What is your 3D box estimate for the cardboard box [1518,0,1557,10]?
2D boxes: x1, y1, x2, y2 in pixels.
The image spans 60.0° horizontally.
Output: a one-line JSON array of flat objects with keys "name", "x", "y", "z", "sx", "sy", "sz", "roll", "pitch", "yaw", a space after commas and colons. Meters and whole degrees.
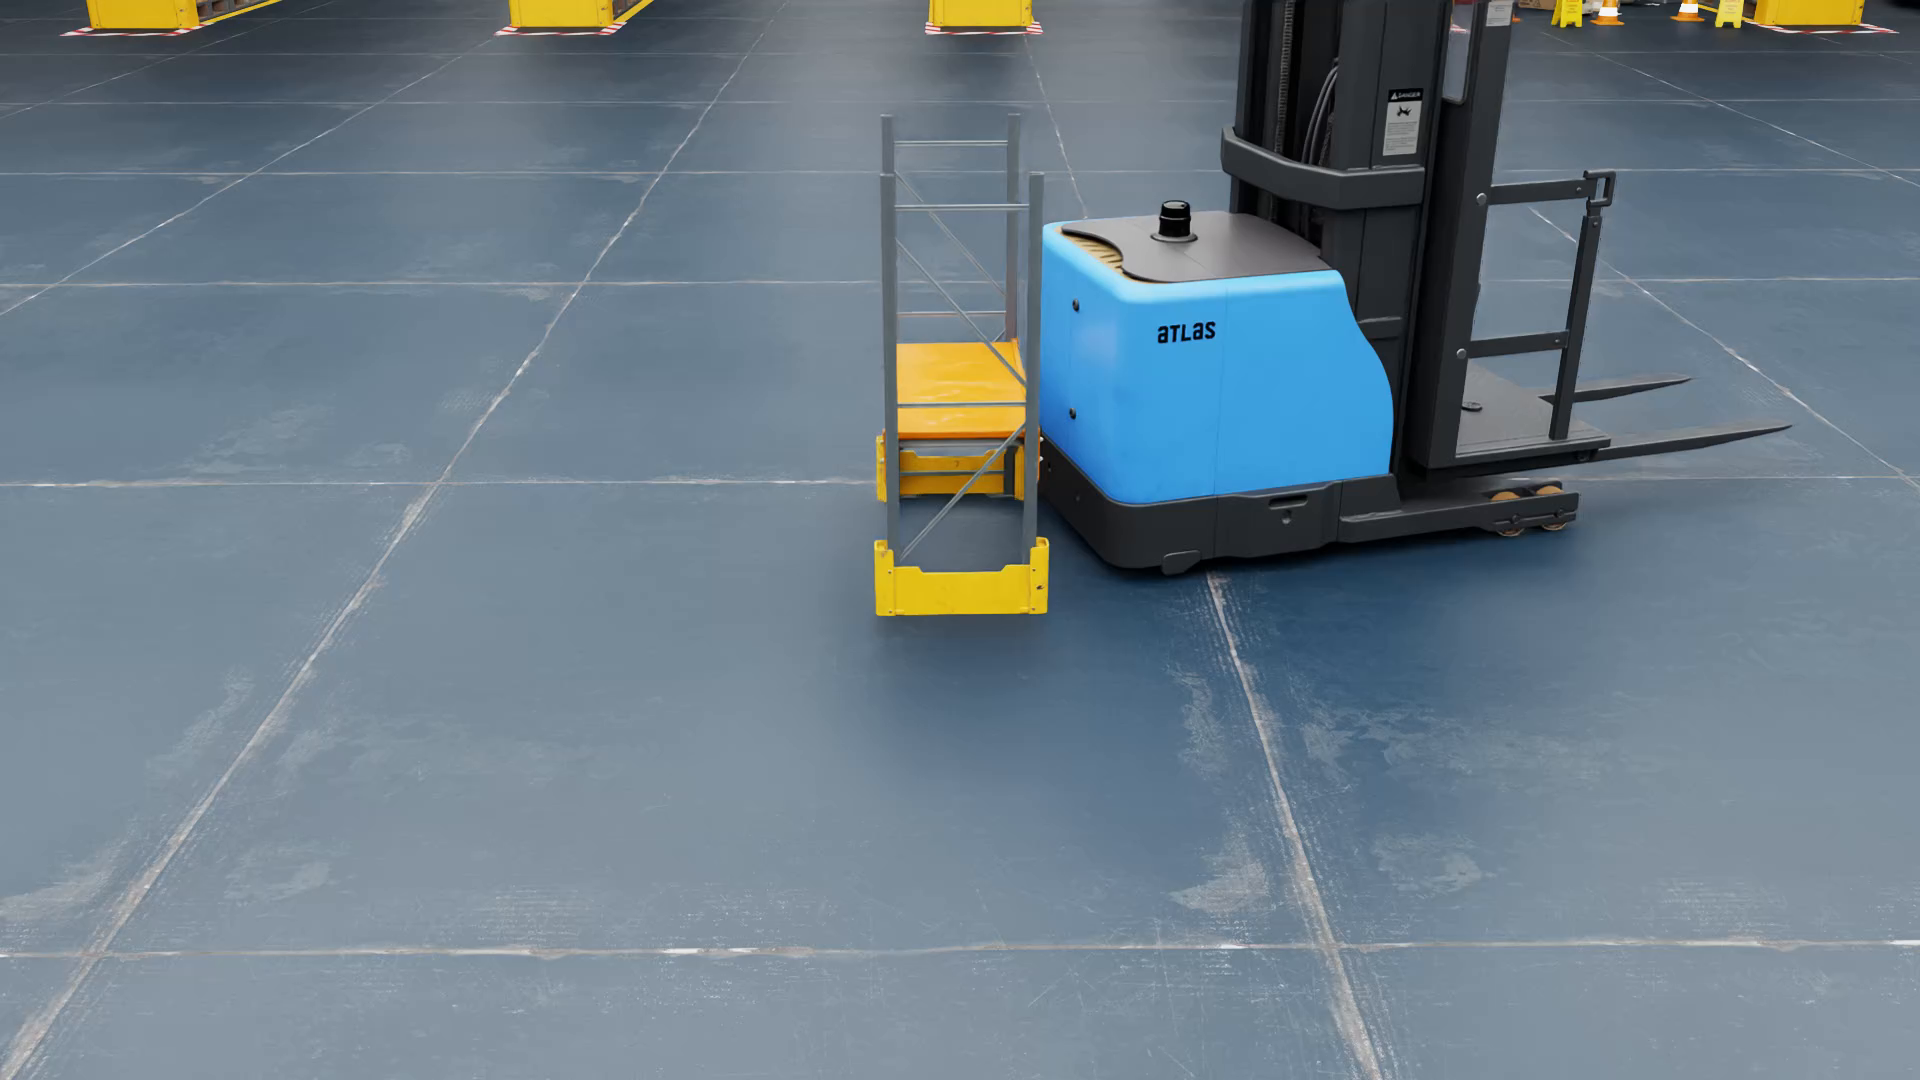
[{"name": "cardboard box", "x": 7.622, "y": -7.122, "z": 21.386, "sx": 0.797, "sy": 0.503, "sz": 0.637, "roll": -19, "pitch": 31, "yaw": -36}]

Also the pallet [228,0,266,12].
[{"name": "pallet", "x": -9.703, "y": -7.005, "z": 21.483, "sx": 1.003, "sy": 0.211, "sz": 1.213, "roll": 0, "pitch": 24, "yaw": -1}]

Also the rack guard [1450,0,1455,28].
[{"name": "rack guard", "x": 5.224, "y": -6.334, "z": 19.649, "sx": 1.175, "sy": 0.500, "sz": 0.348, "roll": 0, "pitch": 24, "yaw": -1}]

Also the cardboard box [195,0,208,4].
[{"name": "cardboard box", "x": -9.426, "y": -6.620, "z": 20.074, "sx": 0.500, "sy": 0.250, "sz": 0.500, "roll": 0, "pitch": 24, "yaw": -1}]

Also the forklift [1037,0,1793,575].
[{"name": "forklift", "x": 1.835, "y": -1.548, "z": 6.115, "sx": 3.031, "sy": 2.935, "sz": 1.130, "roll": -7, "pitch": 25, "yaw": -16}]

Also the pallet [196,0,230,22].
[{"name": "pallet", "x": -9.693, "y": -6.504, "z": 20.374, "sx": 1.003, "sy": 0.211, "sz": 1.213, "roll": 0, "pitch": 24, "yaw": -1}]

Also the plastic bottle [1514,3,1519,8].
[{"name": "plastic bottle", "x": 7.065, "y": -6.908, "z": 21.450, "sx": 0.133, "sy": 0.061, "sz": 0.283, "roll": -9, "pitch": 26, "yaw": -19}]

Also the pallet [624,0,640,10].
[{"name": "pallet", "x": -4.751, "y": -7.077, "z": 21.641, "sx": 1.003, "sy": 0.211, "sz": 1.213, "roll": 0, "pitch": 24, "yaw": -1}]

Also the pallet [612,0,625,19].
[{"name": "pallet", "x": -4.741, "y": -6.575, "z": 20.532, "sx": 1.003, "sy": 0.211, "sz": 1.213, "roll": 0, "pitch": 24, "yaw": -1}]

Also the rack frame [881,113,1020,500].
[{"name": "rack frame", "x": -0.034, "y": -0.854, "z": 6.317, "sx": 0.500, "sy": 1.500, "sz": 0.032, "roll": -1, "pitch": 24, "yaw": -2}]

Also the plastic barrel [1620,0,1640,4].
[{"name": "plastic barrel", "x": 8.636, "y": -7.217, "z": 21.694, "sx": 0.512, "sy": 0.421, "sz": 0.421, "roll": 19, "pitch": 30, "yaw": 35}]

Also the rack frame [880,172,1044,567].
[{"name": "rack frame", "x": 0.006, "y": -0.435, "z": 5.392, "sx": 0.500, "sy": 1.500, "sz": 0.032, "roll": -1, "pitch": 24, "yaw": -2}]

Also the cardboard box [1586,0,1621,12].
[{"name": "cardboard box", "x": 8.138, "y": -6.779, "z": 21.057, "sx": 0.380, "sy": 0.149, "sz": 0.250, "roll": 13, "pitch": 27, "yaw": 27}]

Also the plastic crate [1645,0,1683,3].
[{"name": "plastic crate", "x": 9.326, "y": -7.214, "z": 22.104, "sx": 0.402, "sy": 0.080, "sz": 0.583, "roll": -9, "pitch": 26, "yaw": -19}]

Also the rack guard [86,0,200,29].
[{"name": "rack guard", "x": -9.642, "y": -6.311, "z": 19.596, "sx": 1.175, "sy": 0.500, "sz": 0.348, "roll": 0, "pitch": 24, "yaw": -1}]

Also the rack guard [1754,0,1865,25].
[{"name": "rack guard", "x": 10.172, "y": -6.439, "z": 19.881, "sx": 1.175, "sy": 0.500, "sz": 0.348, "roll": 0, "pitch": 24, "yaw": -1}]

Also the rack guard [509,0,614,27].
[{"name": "rack guard", "x": -4.737, "y": -6.372, "z": 19.733, "sx": 1.175, "sy": 0.500, "sz": 0.348, "roll": 0, "pitch": 24, "yaw": -1}]

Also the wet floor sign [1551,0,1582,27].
[{"name": "wet floor sign", "x": 7.204, "y": -6.407, "z": 19.634, "sx": 0.267, "sy": 0.644, "sz": 0.232, "roll": -4, "pitch": 25, "yaw": -10}]

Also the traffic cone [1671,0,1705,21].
[{"name": "traffic cone", "x": 8.878, "y": -6.562, "z": 20.198, "sx": 0.336, "sy": 0.463, "sz": 0.334, "roll": 0, "pitch": 24, "yaw": -1}]

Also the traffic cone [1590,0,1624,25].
[{"name": "traffic cone", "x": 7.772, "y": -6.417, "z": 19.877, "sx": 0.336, "sy": 0.463, "sz": 0.334, "roll": 0, "pitch": 24, "yaw": -1}]

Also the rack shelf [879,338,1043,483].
[{"name": "rack shelf", "x": -0.014, "y": -0.480, "z": 5.929, "sx": 0.538, "sy": 0.185, "sz": 1.000, "roll": -1, "pitch": 24, "yaw": -2}]

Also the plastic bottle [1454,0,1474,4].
[{"name": "plastic bottle", "x": 6.623, "y": -7.057, "z": 21.779, "sx": 0.283, "sy": 0.061, "sz": 0.133, "roll": -9, "pitch": 26, "yaw": -19}]

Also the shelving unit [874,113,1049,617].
[{"name": "shelving unit", "x": -0.015, "y": -0.648, "z": 5.863, "sx": 0.587, "sy": 1.500, "sz": 1.083, "roll": -1, "pitch": 24, "yaw": -2}]

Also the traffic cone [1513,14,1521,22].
[{"name": "traffic cone", "x": 6.638, "y": -6.552, "z": 20.176, "sx": 0.336, "sy": 0.463, "sz": 0.334, "roll": 0, "pitch": 24, "yaw": -1}]

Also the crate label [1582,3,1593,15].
[{"name": "crate label", "x": 7.701, "y": -6.593, "z": 20.660, "sx": 0.250, "sy": 0.136, "sz": 0.298, "roll": -14, "pitch": 28, "yaw": -28}]

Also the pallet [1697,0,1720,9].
[{"name": "pallet", "x": 10.188, "y": -7.144, "z": 21.790, "sx": 1.003, "sy": 0.211, "sz": 1.213, "roll": 0, "pitch": 24, "yaw": -1}]

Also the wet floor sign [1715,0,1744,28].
[{"name": "wet floor sign", "x": 9.105, "y": -6.391, "z": 19.598, "sx": 0.267, "sy": 0.644, "sz": 0.232, "roll": 8, "pitch": 26, "yaw": 18}]

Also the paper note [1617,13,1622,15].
[{"name": "paper note", "x": 8.172, "y": -6.575, "z": 20.750, "sx": 0.148, "sy": 0.019, "sz": 0.142, "roll": -9, "pitch": 26, "yaw": -19}]

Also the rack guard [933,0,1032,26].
[{"name": "rack guard", "x": 0.262, "y": -6.395, "z": 19.782, "sx": 1.175, "sy": 0.500, "sz": 0.348, "roll": 0, "pitch": 24, "yaw": -1}]

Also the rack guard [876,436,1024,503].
[{"name": "rack guard", "x": -0.034, "y": -0.284, "z": 6.574, "sx": 0.587, "sy": 0.250, "sz": 0.087, "roll": -1, "pitch": 24, "yaw": -2}]

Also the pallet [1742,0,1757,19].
[{"name": "pallet", "x": 10.198, "y": -6.643, "z": 20.681, "sx": 1.003, "sy": 0.211, "sz": 1.213, "roll": 0, "pitch": 24, "yaw": -1}]

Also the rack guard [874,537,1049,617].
[{"name": "rack guard", "x": 0.005, "y": 0.126, "z": 5.667, "sx": 0.587, "sy": 0.250, "sz": 0.087, "roll": -1, "pitch": 24, "yaw": -2}]
